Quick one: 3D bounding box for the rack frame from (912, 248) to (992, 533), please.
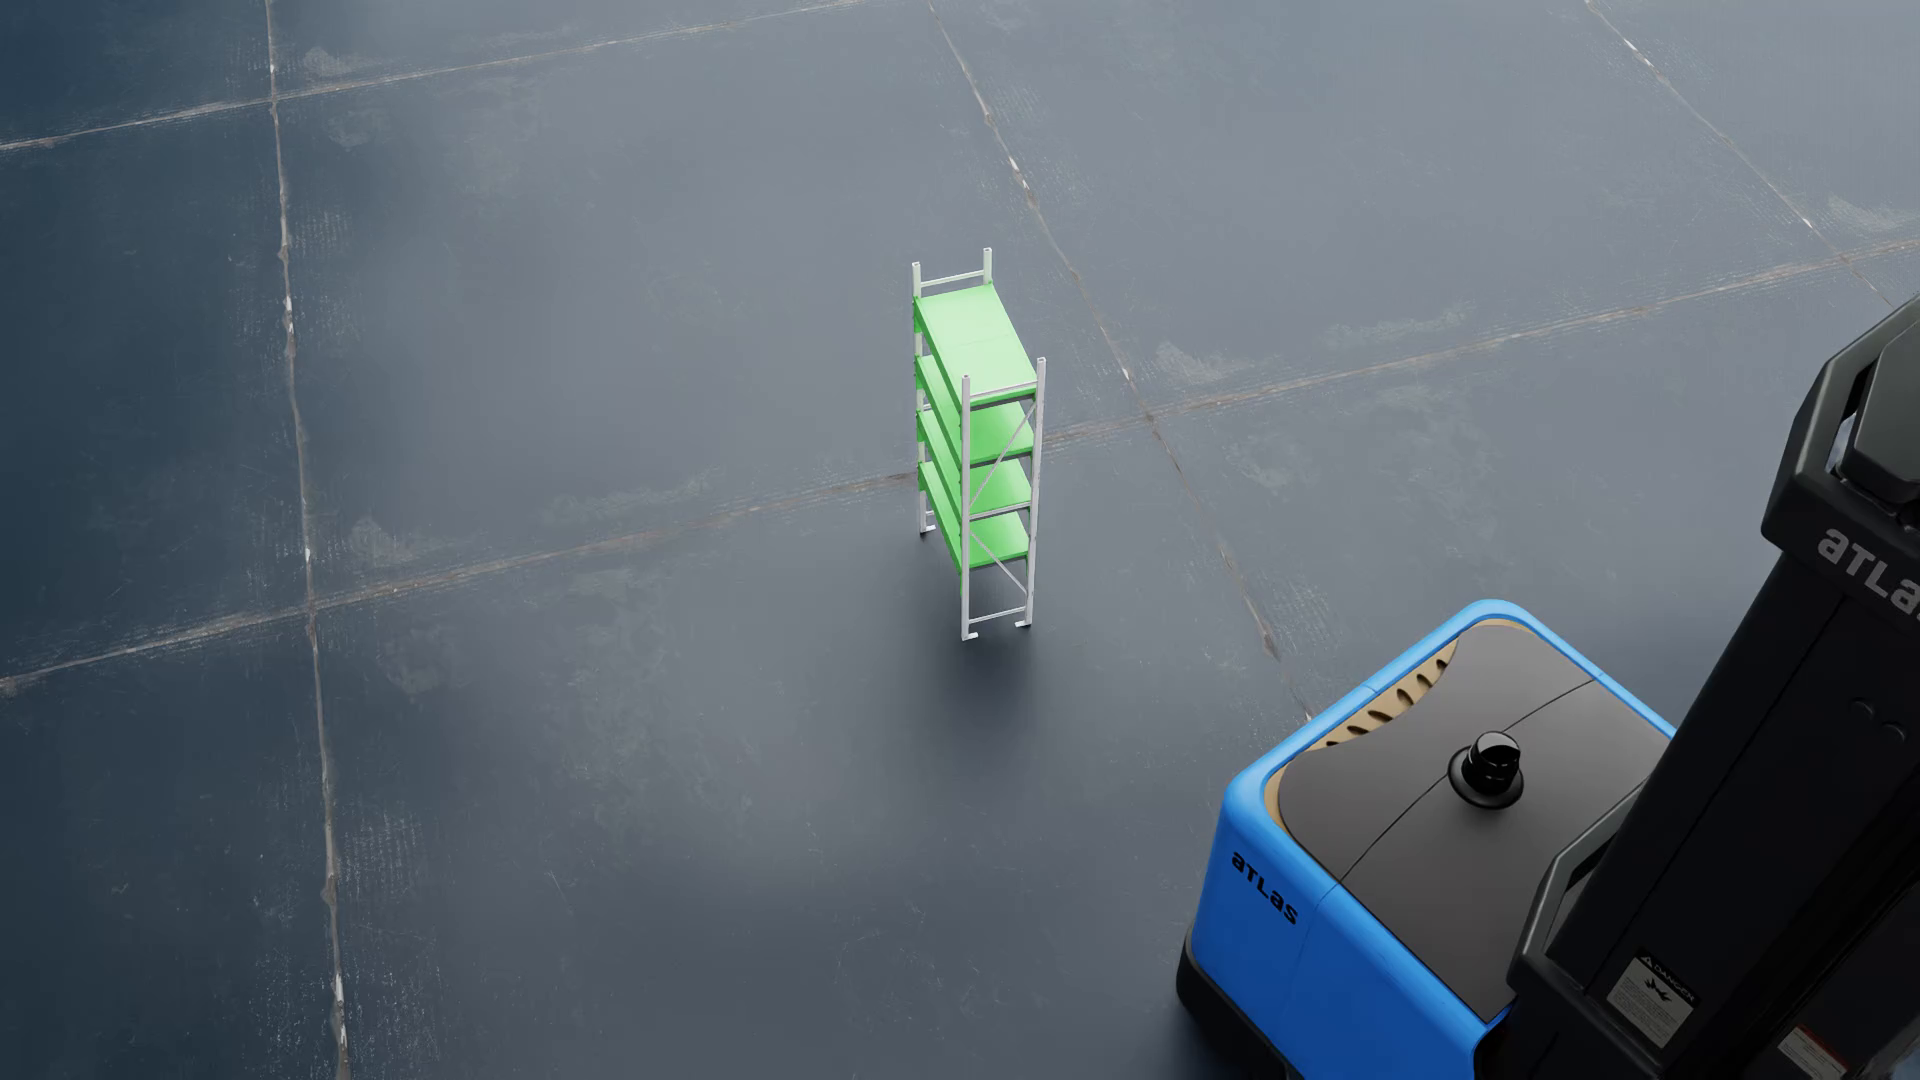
[{"bbox_3d":[-0.023,-0.444,5.340,0.240,1.200,0.015,-13,51,-11],"label":"rack frame"}]

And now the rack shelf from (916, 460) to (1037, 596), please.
[{"bbox_3d":[0.049,-0.070,5.422,0.258,0.148,0.480,-13,51,-11],"label":"rack shelf"}]

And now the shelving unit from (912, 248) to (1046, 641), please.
[{"bbox_3d":[0.049,-0.266,5.189,0.258,1.200,0.503,-13,51,-11],"label":"shelving unit"}]

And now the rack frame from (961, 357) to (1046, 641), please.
[{"bbox_3d":[0.121,-0.088,5.039,0.240,1.200,0.015,-13,51,-11],"label":"rack frame"}]

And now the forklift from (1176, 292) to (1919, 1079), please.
[{"bbox_3d":[1.903,0.988,3.000,1.130,2.935,3.031,-31,56,-23],"label":"forklift"}]

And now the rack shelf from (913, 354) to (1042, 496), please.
[{"bbox_3d":[0.049,-0.379,5.055,0.258,0.148,0.480,-13,51,-11],"label":"rack shelf"}]

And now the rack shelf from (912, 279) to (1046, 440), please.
[{"bbox_3d":[0.049,-0.534,4.871,0.258,0.148,0.480,-13,51,-11],"label":"rack shelf"}]

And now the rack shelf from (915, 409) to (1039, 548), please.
[{"bbox_3d":[0.049,-0.225,5.238,0.258,0.148,0.480,-13,51,-11],"label":"rack shelf"}]
